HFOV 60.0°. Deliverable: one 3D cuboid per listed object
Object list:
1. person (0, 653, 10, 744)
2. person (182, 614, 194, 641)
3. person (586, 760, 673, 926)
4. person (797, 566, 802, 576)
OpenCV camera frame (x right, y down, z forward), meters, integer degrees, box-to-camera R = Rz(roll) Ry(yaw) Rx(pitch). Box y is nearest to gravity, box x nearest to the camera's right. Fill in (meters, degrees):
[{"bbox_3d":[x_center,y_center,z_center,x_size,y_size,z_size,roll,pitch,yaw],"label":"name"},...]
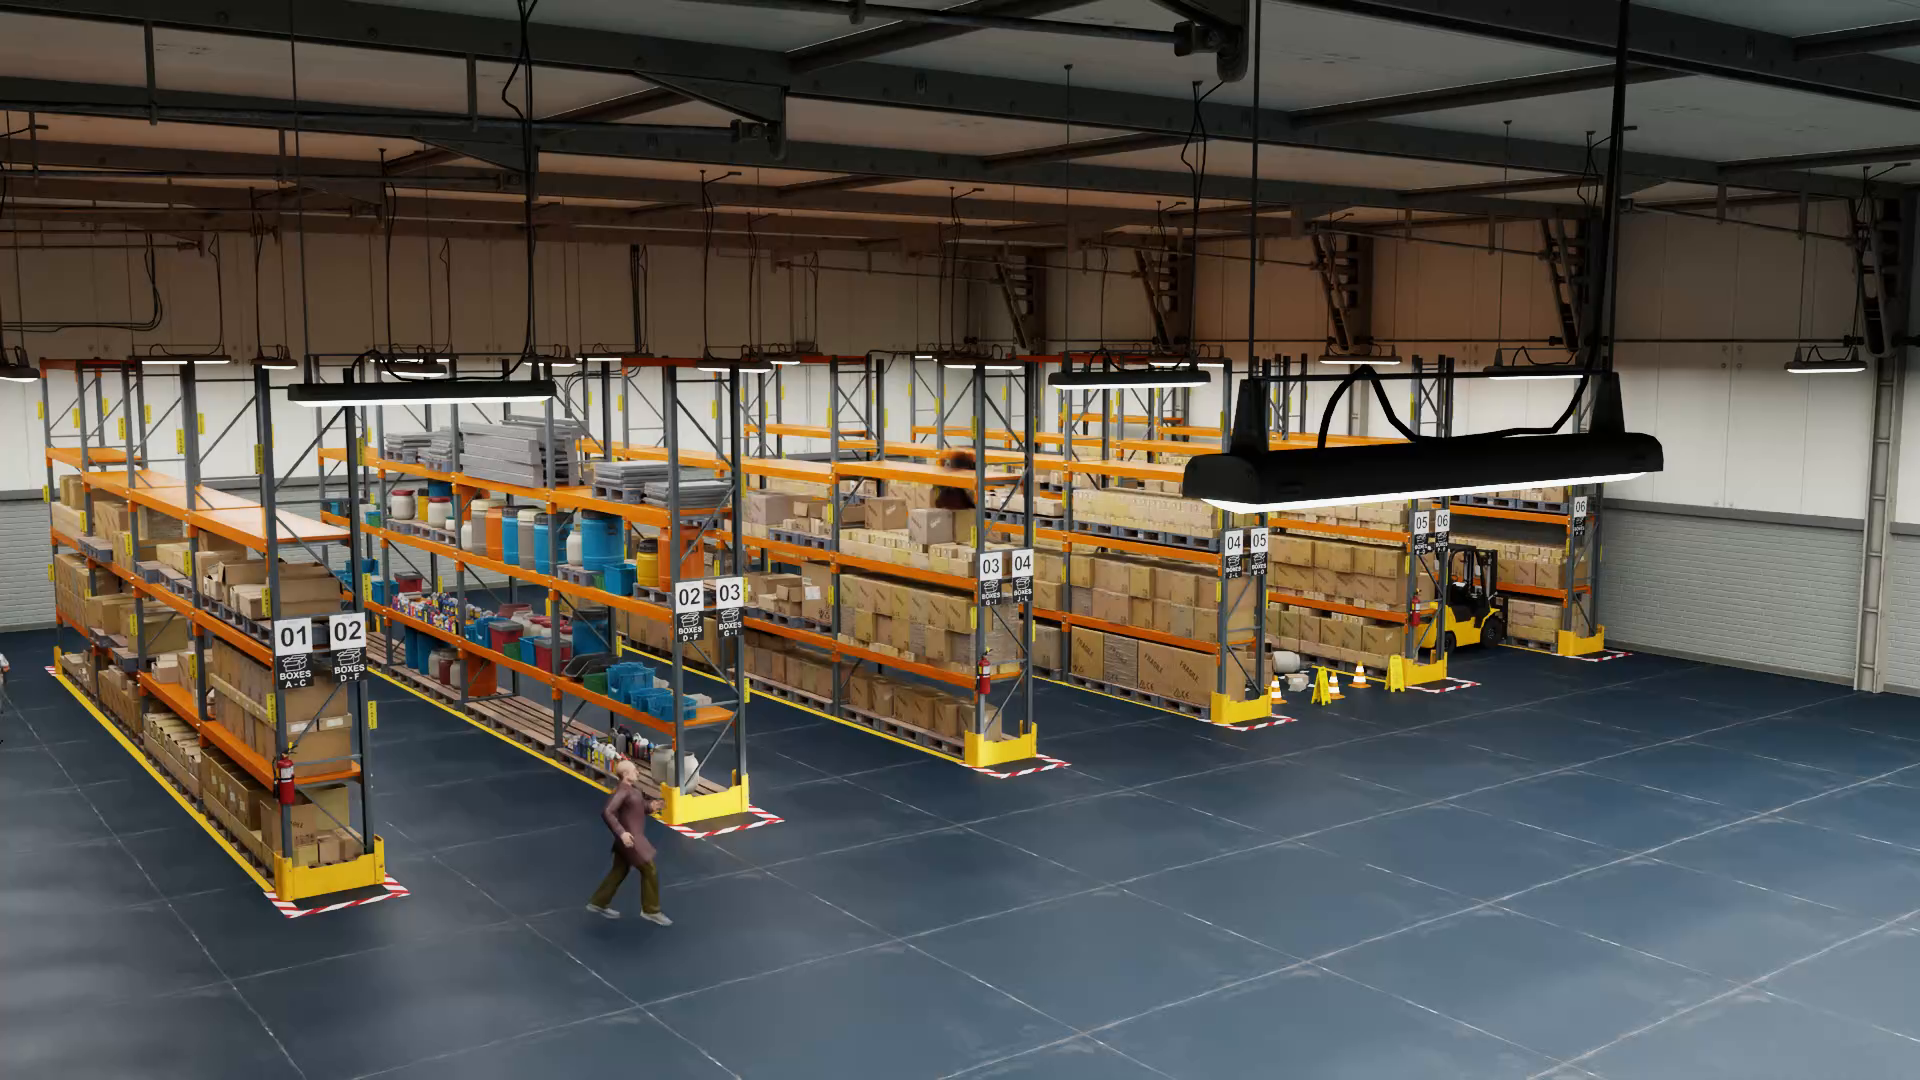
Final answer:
[{"bbox_3d":[-15.330,2.340,26.256,0.936,1.663,0.601,6,9,42],"label":"person"},{"bbox_3d":[-15.281,1.659,32.935,0.640,1.537,0.567,5,8,34],"label":"person"},{"bbox_3d":[-3.595,3.286,17.983,0.910,1.836,0.681,-2,7,-16],"label":"person"},{"bbox_3d":[-3.844,0.525,41.678,0.579,1.680,0.705,2,7,19],"label":"person"}]
